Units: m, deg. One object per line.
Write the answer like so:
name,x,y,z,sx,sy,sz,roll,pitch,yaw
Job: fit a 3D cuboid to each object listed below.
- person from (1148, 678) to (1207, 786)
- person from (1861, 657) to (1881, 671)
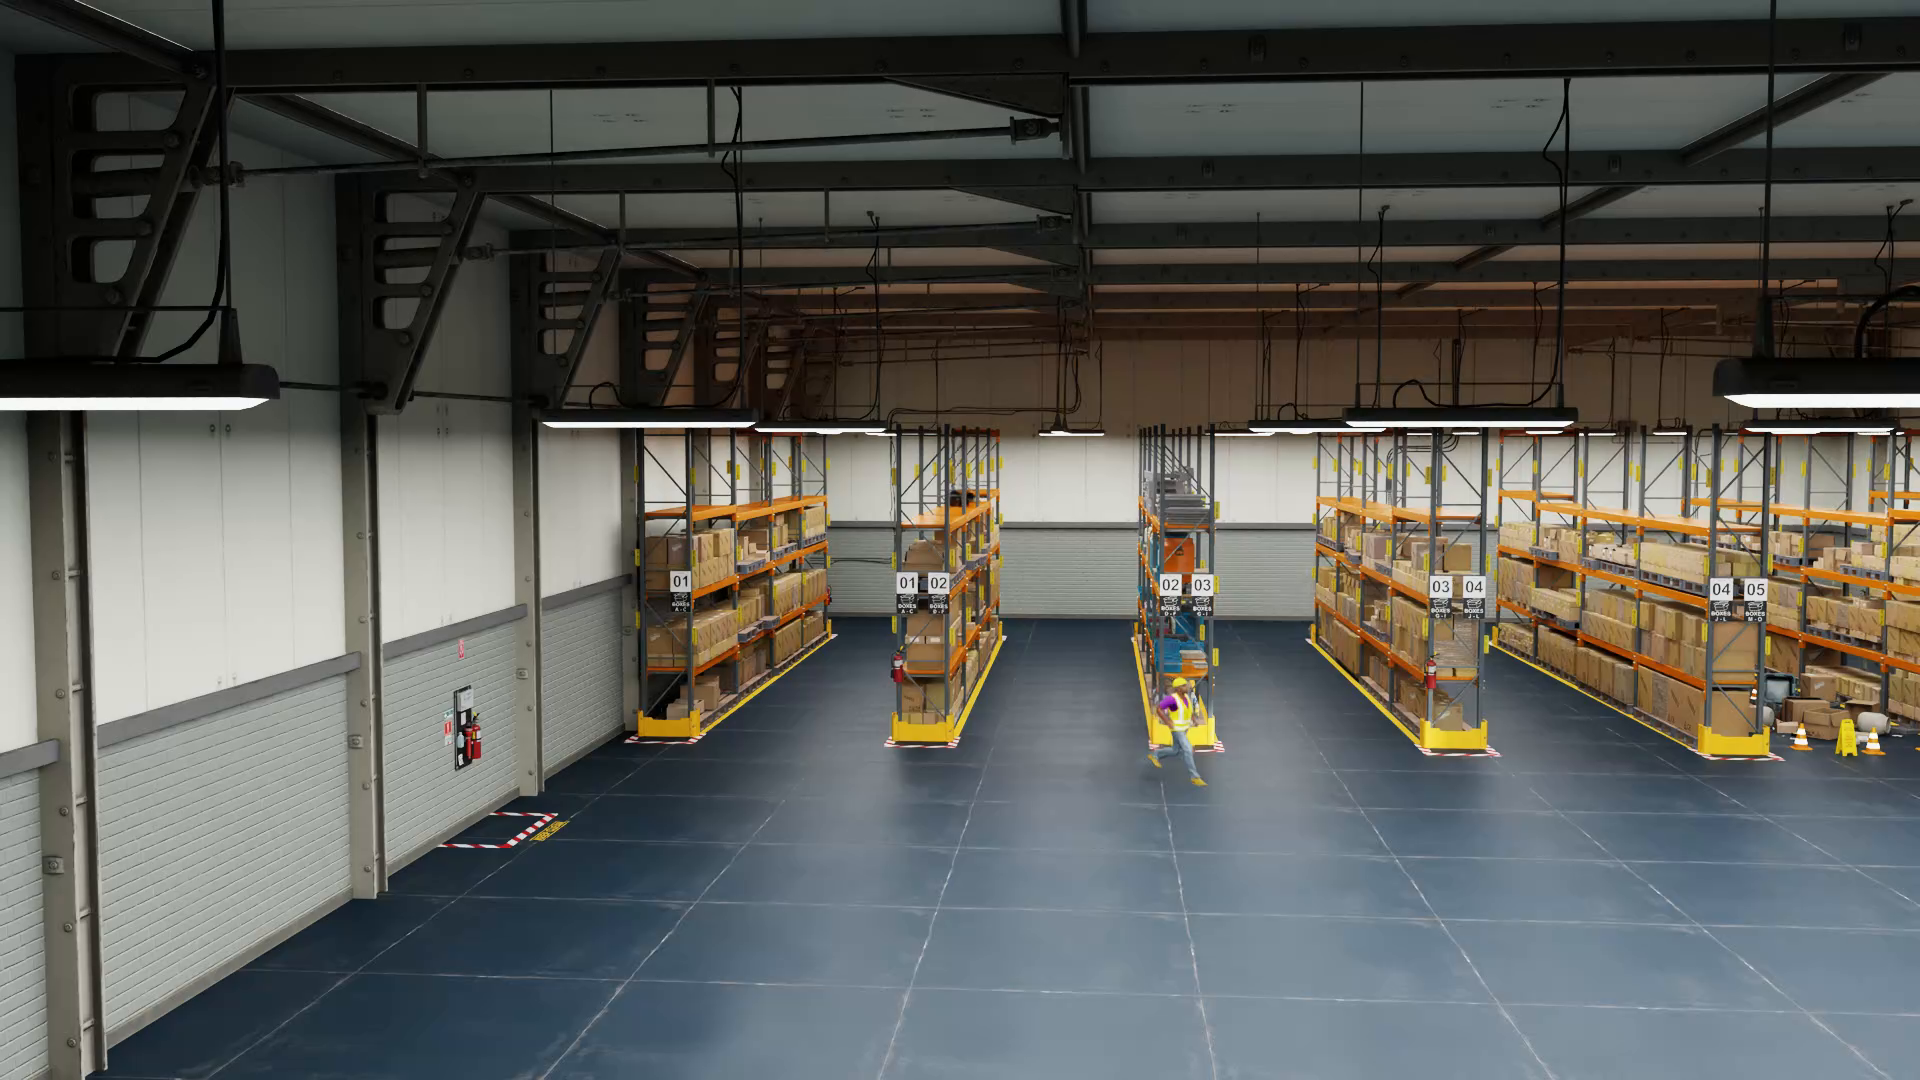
person,3.637,3.170,27.737,1.141,1.775,0.666,2,4,32
person,21.342,2.539,38.860,0.587,1.697,1.060,0,3,3
